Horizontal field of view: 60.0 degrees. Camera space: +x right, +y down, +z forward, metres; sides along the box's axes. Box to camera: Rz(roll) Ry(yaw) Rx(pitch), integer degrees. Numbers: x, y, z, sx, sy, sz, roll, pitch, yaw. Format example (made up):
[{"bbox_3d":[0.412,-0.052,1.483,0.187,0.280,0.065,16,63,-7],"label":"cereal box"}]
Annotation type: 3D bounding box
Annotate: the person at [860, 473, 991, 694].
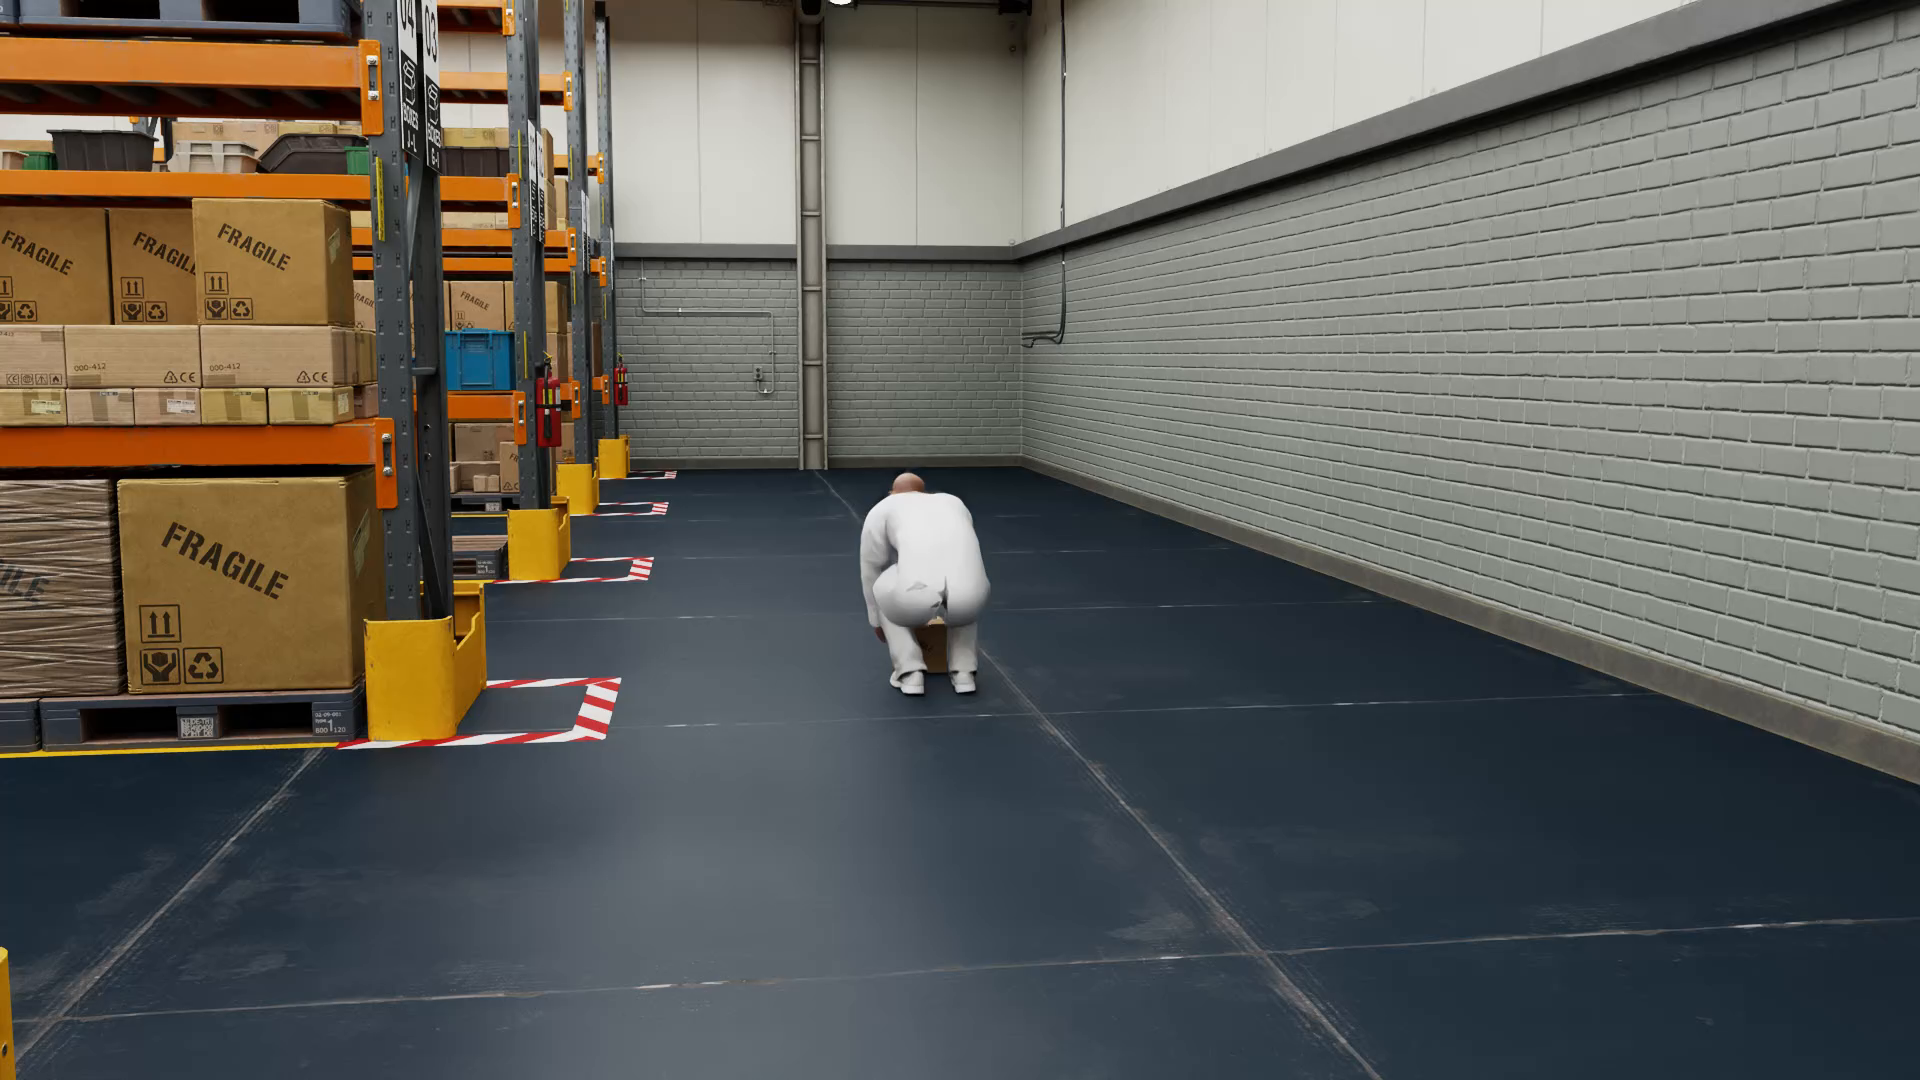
[{"bbox_3d":[-0.161,0.199,7.997,0.611,1.003,0.896,-1,6,-9],"label":"person"}]
